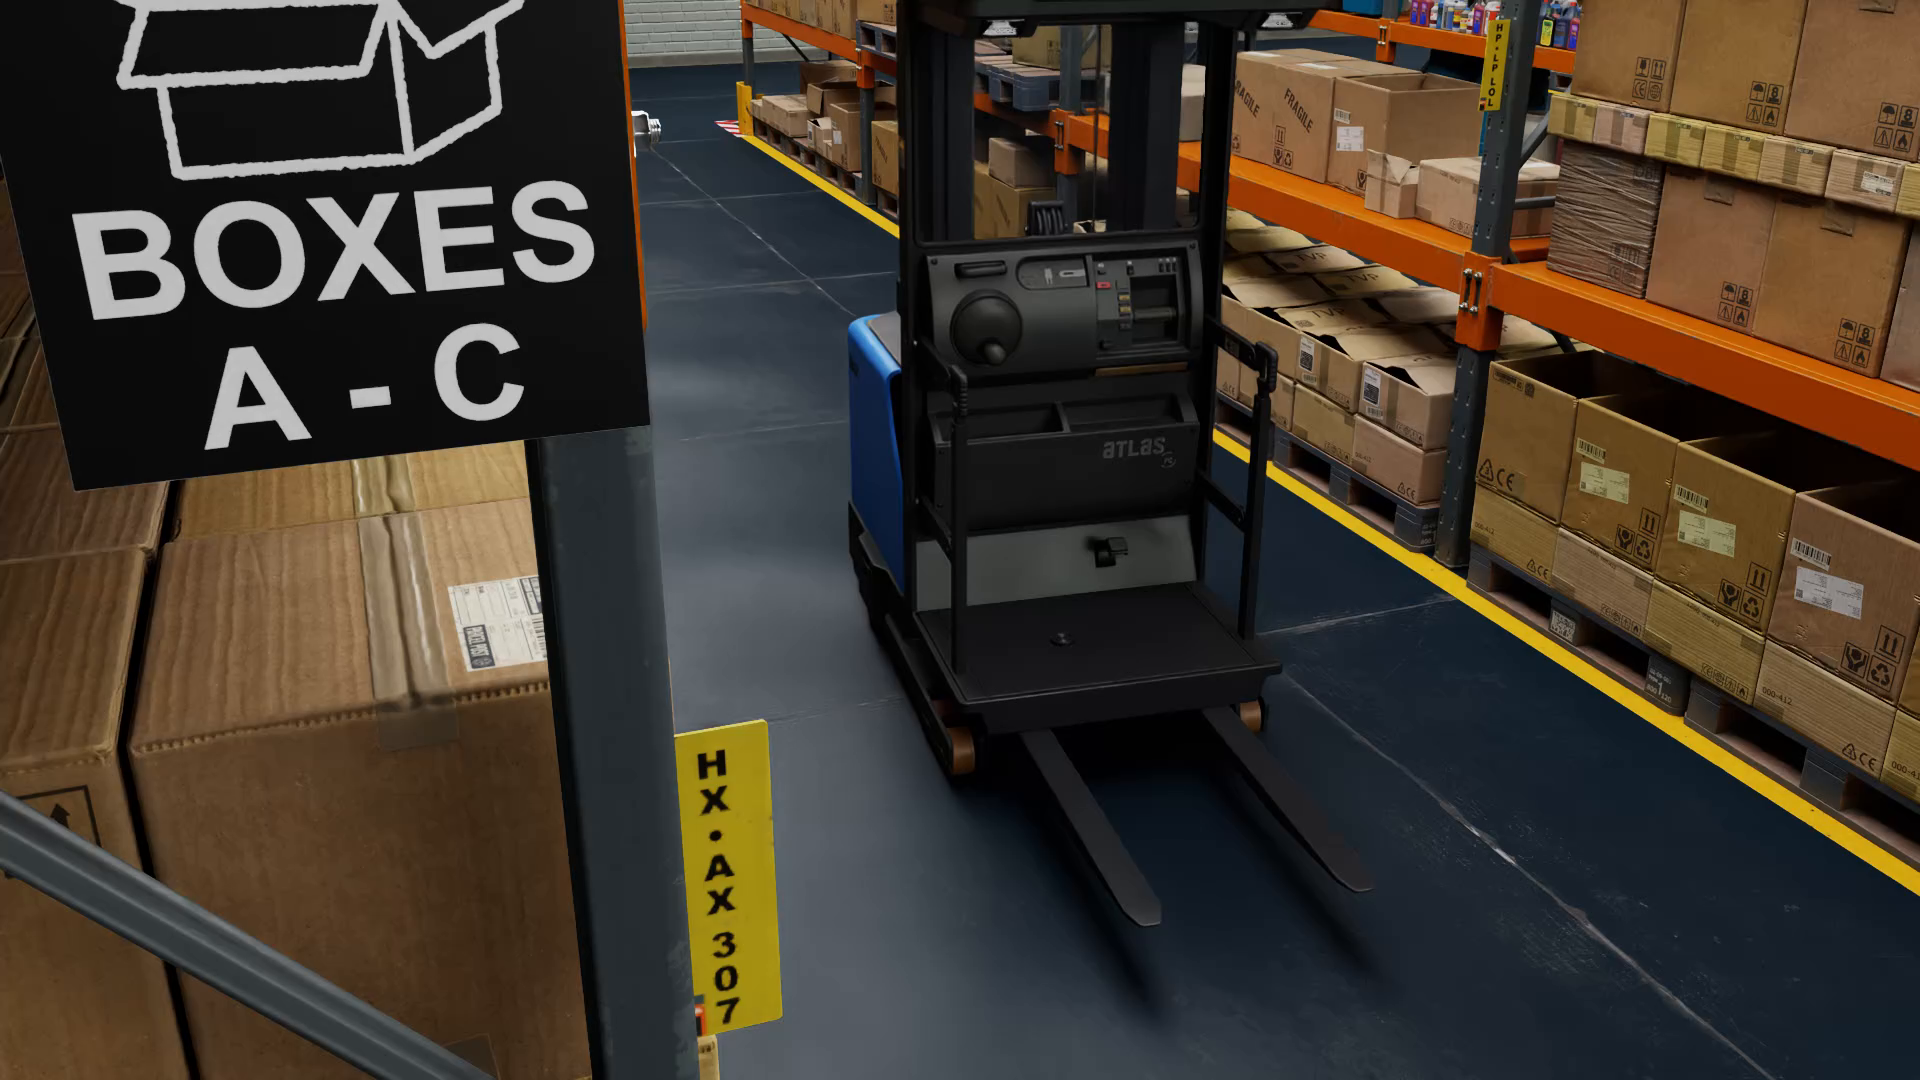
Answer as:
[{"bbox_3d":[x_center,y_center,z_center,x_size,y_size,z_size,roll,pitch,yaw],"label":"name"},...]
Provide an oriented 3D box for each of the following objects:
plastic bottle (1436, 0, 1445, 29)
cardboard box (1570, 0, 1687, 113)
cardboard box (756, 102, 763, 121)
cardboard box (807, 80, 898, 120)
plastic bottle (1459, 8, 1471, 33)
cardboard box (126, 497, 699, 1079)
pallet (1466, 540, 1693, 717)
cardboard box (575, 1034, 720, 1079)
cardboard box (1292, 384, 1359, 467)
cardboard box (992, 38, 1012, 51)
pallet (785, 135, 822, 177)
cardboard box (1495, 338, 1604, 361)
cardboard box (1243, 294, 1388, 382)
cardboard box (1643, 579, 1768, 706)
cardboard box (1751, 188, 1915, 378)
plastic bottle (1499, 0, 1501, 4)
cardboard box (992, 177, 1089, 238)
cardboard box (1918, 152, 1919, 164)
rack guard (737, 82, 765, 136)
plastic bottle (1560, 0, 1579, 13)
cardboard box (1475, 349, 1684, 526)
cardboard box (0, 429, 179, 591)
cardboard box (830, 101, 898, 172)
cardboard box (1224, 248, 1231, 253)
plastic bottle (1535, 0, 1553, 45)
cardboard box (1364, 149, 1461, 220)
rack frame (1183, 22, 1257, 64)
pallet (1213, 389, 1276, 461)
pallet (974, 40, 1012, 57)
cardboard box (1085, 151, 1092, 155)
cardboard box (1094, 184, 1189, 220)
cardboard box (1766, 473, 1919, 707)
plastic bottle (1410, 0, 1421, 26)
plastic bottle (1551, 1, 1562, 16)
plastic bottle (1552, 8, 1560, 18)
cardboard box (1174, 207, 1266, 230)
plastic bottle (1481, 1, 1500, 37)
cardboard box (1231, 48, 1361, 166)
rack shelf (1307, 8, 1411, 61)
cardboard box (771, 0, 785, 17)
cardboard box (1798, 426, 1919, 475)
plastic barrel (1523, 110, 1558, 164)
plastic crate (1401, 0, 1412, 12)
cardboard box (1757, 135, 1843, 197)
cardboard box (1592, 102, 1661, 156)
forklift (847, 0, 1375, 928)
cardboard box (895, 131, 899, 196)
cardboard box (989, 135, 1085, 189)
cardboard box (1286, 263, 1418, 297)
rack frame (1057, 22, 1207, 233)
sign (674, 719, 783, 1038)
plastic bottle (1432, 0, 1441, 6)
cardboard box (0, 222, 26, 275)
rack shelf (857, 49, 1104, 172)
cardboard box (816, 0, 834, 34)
[{"bbox_3d":[4.173,-4.556,14.362,0.097,0.271,0.097,0,23,0],"label":"plastic bottle"},{"bbox_3d":[2.657,-1.828,5.927,0.700,0.500,0.500,-8,24,-19],"label":"cardboard box"},{"bbox_3d":[-1.830,-4.312,16.700,0.380,0.166,0.250,-8,24,-19],"label":"cardboard box"},{"bbox_3d":[-1.000,-3.986,15.493,0.797,0.503,0.637,-8,24,-19],"label":"cardboard box"},{"bbox_3d":[4.289,-4.404,14.092,0.097,0.201,0.097,0,23,0],"label":"plastic bottle"},{"bbox_3d":[-0.613,0.289,1.903,0.500,0.500,0.500,-8,24,-19],"label":"cardboard box"},{"bbox_3d":[2.736,0.235,6.421,1.003,0.211,1.213,-8,24,-19],"label":"pallet"},{"bbox_3d":[-0.601,0.629,2.064,0.500,0.250,0.500,-9,25,-21],"label":"cardboard box"},{"bbox_3d":[1.899,-0.566,7.731,0.500,0.250,0.500,-9,24,-20],"label":"cardboard box"},{"bbox_3d":[0.609,-3.610,11.283,0.700,0.500,0.500,-4,23,-9],"label":"cardboard box"},{"bbox_3d":[-1.008,-3.660,15.663,1.003,0.211,1.213,-8,24,-19],"label":"pallet"},{"bbox_3d":[2.581,-0.714,7.359,0.500,0.311,0.500,-8,24,-19],"label":"cardboard box"},{"bbox_3d":[1.719,-1.007,8.055,0.500,0.311,0.500,-8,24,-19],"label":"cardboard box"},{"bbox_3d":[2.718,0.304,5.667,0.500,0.250,0.500,-8,24,-19],"label":"cardboard box"},{"bbox_3d":[3.023,-0.857,5.292,0.700,0.500,0.500,-8,24,-18],"label":"cardboard box"},{"bbox_3d":[4.812,-4.701,14.797,0.097,0.201,0.097,0,23,0],"label":"plastic bottle"},{"bbox_3d":[0.531,-2.157,11.157,0.500,0.500,0.500,-7,24,-17],"label":"cardboard box"},{"bbox_3d":[3.189,-1.281,4.629,0.700,0.500,0.500,-8,24,-19],"label":"cardboard box"},{"bbox_3d":[-1.718,-4.525,17.343,1.175,0.500,0.348,-8,24,-19],"label":"rack guard"},{"bbox_3d":[5.100,-4.409,14.008,0.152,0.276,0.135,-8,24,-19],"label":"plastic bottle"},{"bbox_3d":[2.365,-0.405,6.384,0.500,0.500,0.500,-8,24,-19],"label":"cardboard box"},{"bbox_3d":[-1.260,0.178,2.168,0.500,0.500,0.500,-8,24,-18],"label":"cardboard box"},{"bbox_3d":[-0.799,-3.471,14.274,0.500,0.500,0.500,-8,24,-19],"label":"cardboard box"},{"bbox_3d":[1.185,-1.563,9.373,0.500,0.311,0.500,-9,24,-20],"label":"cardboard box"},{"bbox_3d":[4.641,-4.137,13.266,0.144,0.351,0.185,-8,24,-19],"label":"plastic bottle"},{"bbox_3d":[2.012,-1.577,7.303,0.396,0.266,0.258,-9,24,-20],"label":"cardboard box"},{"bbox_3d":[2.890,-6.383,18.533,1.000,3.000,0.127,-8,24,-19],"label":"rack frame"},{"bbox_3d":[1.763,-0.766,8.796,1.003,0.211,1.213,-8,24,-19],"label":"pallet"},{"bbox_3d":[0.390,-3.416,11.739,1.003,0.211,1.213,-8,24,-19],"label":"pallet"},{"bbox_3d":[0.636,-2.615,12.244,0.500,0.500,0.500,-9,25,-21],"label":"cardboard box"},{"bbox_3d":[1.188,-2.054,10.912,0.500,0.500,0.500,-7,24,-17],"label":"cardboard box"},{"bbox_3d":[2.897,0.139,5.091,0.500,0.500,0.500,-8,24,-19],"label":"cardboard box"},{"bbox_3d":[4.034,-4.684,14.652,0.061,0.283,0.133,-8,24,-19],"label":"plastic bottle"},{"bbox_3d":[4.990,-4.383,13.953,0.097,0.271,0.097,0,23,0],"label":"plastic bottle"},{"bbox_3d":[4.715,-4.050,13.148,0.061,0.283,0.133,-8,24,-19],"label":"plastic bottle"},{"bbox_3d":[1.497,-1.827,9.999,0.500,0.311,0.500,-8,24,-18],"label":"cardboard box"},{"bbox_3d":[4.438,-4.316,13.787,0.152,0.276,0.135,-8,24,-19],"label":"plastic bottle"},{"bbox_3d":[1.689,-2.237,8.566,0.500,0.500,0.500,-10,25,-22],"label":"cardboard box"},{"bbox_3d":[3.597,-5.325,16.948,1.077,0.370,4.000,-8,24,-19],"label":"rack shelf"},{"bbox_3d":[-1.473,-5.184,15.559,0.500,0.500,0.500,-8,24,-19],"label":"cardboard box"},{"bbox_3d":[3.208,-0.114,5.692,0.500,0.500,0.500,-8,24,-19],"label":"cardboard box"},{"bbox_3d":[4.846,-3.302,13.885,0.421,0.512,0.421,0,23,0],"label":"plastic barrel"},{"bbox_3d":[4.273,-5.025,15.572,0.396,0.136,0.243,-8,24,-19],"label":"plastic crate"},{"bbox_3d":[2.770,-1.195,5.258,0.380,0.149,0.250,-9,25,-21],"label":"cardboard box"},{"bbox_3d":[2.497,-1.474,5.922,0.380,0.149,0.250,-8,24,-18],"label":"cardboard box"},{"bbox_3d":[0.407,-0.746,5.247,1.130,2.935,3.031,-6,24,-13],"label":"forklift"},{"bbox_3d":[-0.190,-2.901,12.923,0.500,0.500,0.500,-8,24,-18],"label":"cardboard box"},{"bbox_3d":[0.507,-2.522,11.058,0.500,0.250,0.500,-7,24,-17],"label":"cardboard box"},{"bbox_3d":[2.037,-1.272,8.684,0.500,0.311,0.500,-8,24,-18],"label":"cardboard box"},{"bbox_3d":[1.081,-2.798,10.027,1.000,3.000,0.127,-8,24,-19],"label":"rack frame"},{"bbox_3d":[-0.218,0.316,1.523,0.100,0.325,0.005,-8,24,-19],"label":"sign"},{"bbox_3d":[4.139,-4.720,14.650,0.144,0.351,0.185,-8,24,-19],"label":"plastic bottle"},{"bbox_3d":[-1.818,-0.380,3.491,0.500,0.500,0.500,-8,24,-18],"label":"cardboard box"},{"bbox_3d":[0.375,-3.193,11.891,1.077,0.370,4.000,-8,24,-19],"label":"rack shelf"},{"bbox_3d":[-0.932,-4.631,14.247,0.500,0.500,0.500,-8,24,-17],"label":"cardboard box"}]
